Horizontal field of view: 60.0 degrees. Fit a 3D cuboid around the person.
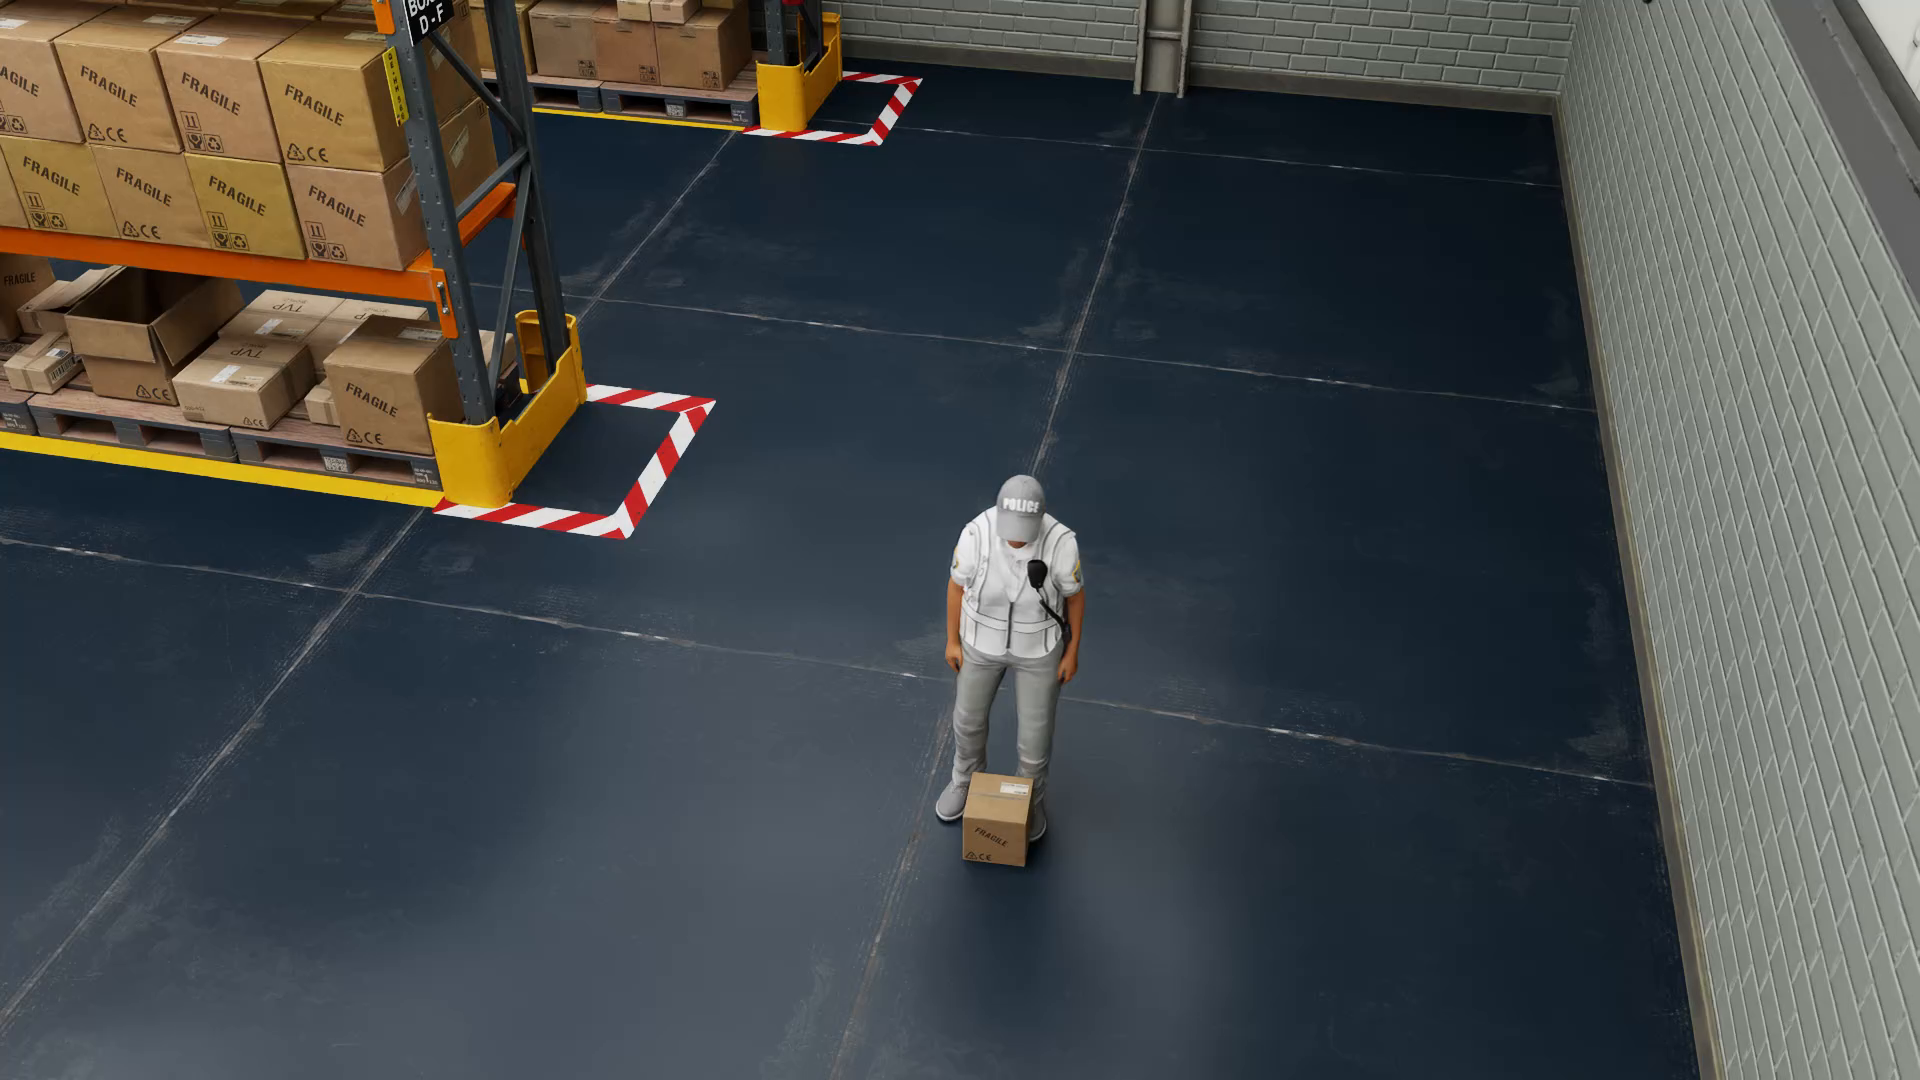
[{"bbox_3d":[0.188,0.419,6.398,0.554,1.665,0.467,6,37,7],"label":"person"}]
